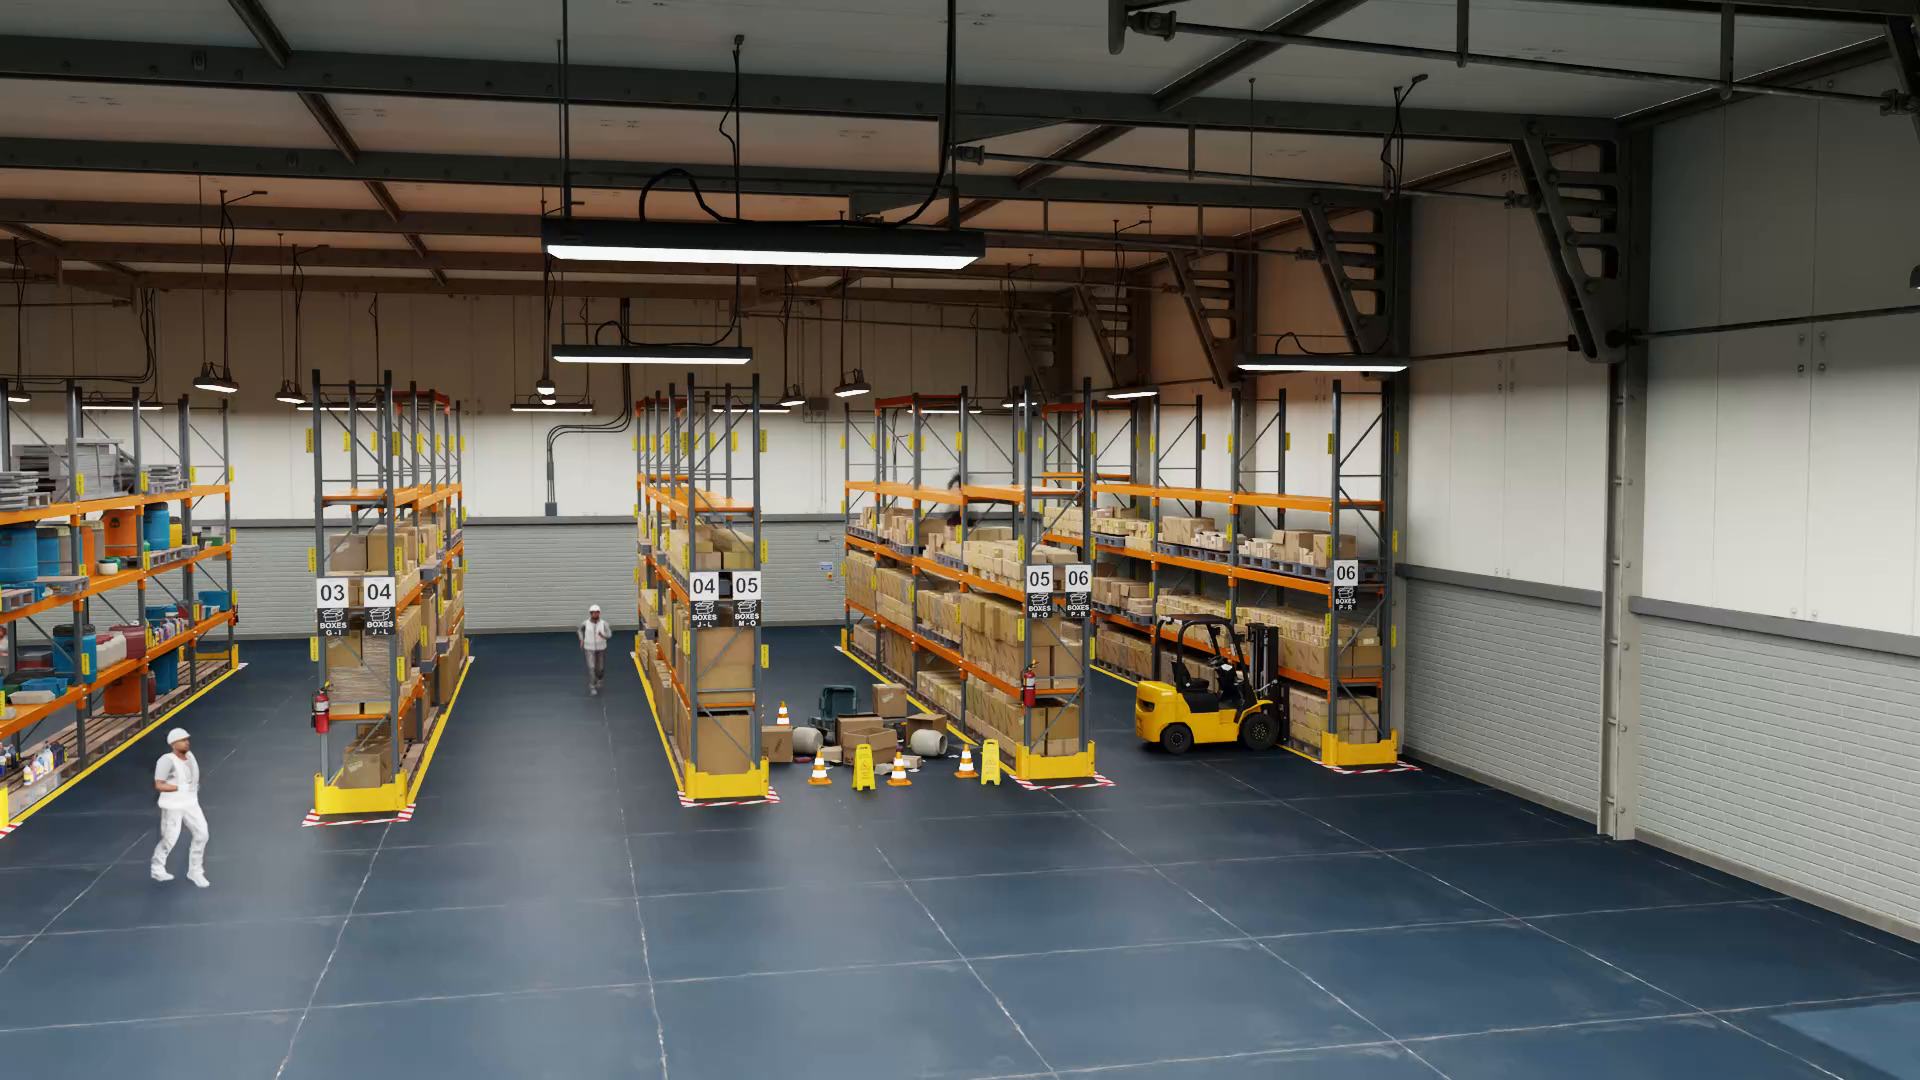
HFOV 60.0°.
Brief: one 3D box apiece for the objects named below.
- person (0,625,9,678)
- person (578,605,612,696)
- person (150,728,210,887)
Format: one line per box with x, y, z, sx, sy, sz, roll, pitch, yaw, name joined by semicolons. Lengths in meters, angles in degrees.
-17.902;2.412;31.020;0.526;1.605;0.724;-2;4;-27;person
-7.283;2.176;33.207;0.656;1.758;0.970;-1;3;-17;person
-8.819;3.042;18.760;0.778;1.848;0.663;1;3;19;person
